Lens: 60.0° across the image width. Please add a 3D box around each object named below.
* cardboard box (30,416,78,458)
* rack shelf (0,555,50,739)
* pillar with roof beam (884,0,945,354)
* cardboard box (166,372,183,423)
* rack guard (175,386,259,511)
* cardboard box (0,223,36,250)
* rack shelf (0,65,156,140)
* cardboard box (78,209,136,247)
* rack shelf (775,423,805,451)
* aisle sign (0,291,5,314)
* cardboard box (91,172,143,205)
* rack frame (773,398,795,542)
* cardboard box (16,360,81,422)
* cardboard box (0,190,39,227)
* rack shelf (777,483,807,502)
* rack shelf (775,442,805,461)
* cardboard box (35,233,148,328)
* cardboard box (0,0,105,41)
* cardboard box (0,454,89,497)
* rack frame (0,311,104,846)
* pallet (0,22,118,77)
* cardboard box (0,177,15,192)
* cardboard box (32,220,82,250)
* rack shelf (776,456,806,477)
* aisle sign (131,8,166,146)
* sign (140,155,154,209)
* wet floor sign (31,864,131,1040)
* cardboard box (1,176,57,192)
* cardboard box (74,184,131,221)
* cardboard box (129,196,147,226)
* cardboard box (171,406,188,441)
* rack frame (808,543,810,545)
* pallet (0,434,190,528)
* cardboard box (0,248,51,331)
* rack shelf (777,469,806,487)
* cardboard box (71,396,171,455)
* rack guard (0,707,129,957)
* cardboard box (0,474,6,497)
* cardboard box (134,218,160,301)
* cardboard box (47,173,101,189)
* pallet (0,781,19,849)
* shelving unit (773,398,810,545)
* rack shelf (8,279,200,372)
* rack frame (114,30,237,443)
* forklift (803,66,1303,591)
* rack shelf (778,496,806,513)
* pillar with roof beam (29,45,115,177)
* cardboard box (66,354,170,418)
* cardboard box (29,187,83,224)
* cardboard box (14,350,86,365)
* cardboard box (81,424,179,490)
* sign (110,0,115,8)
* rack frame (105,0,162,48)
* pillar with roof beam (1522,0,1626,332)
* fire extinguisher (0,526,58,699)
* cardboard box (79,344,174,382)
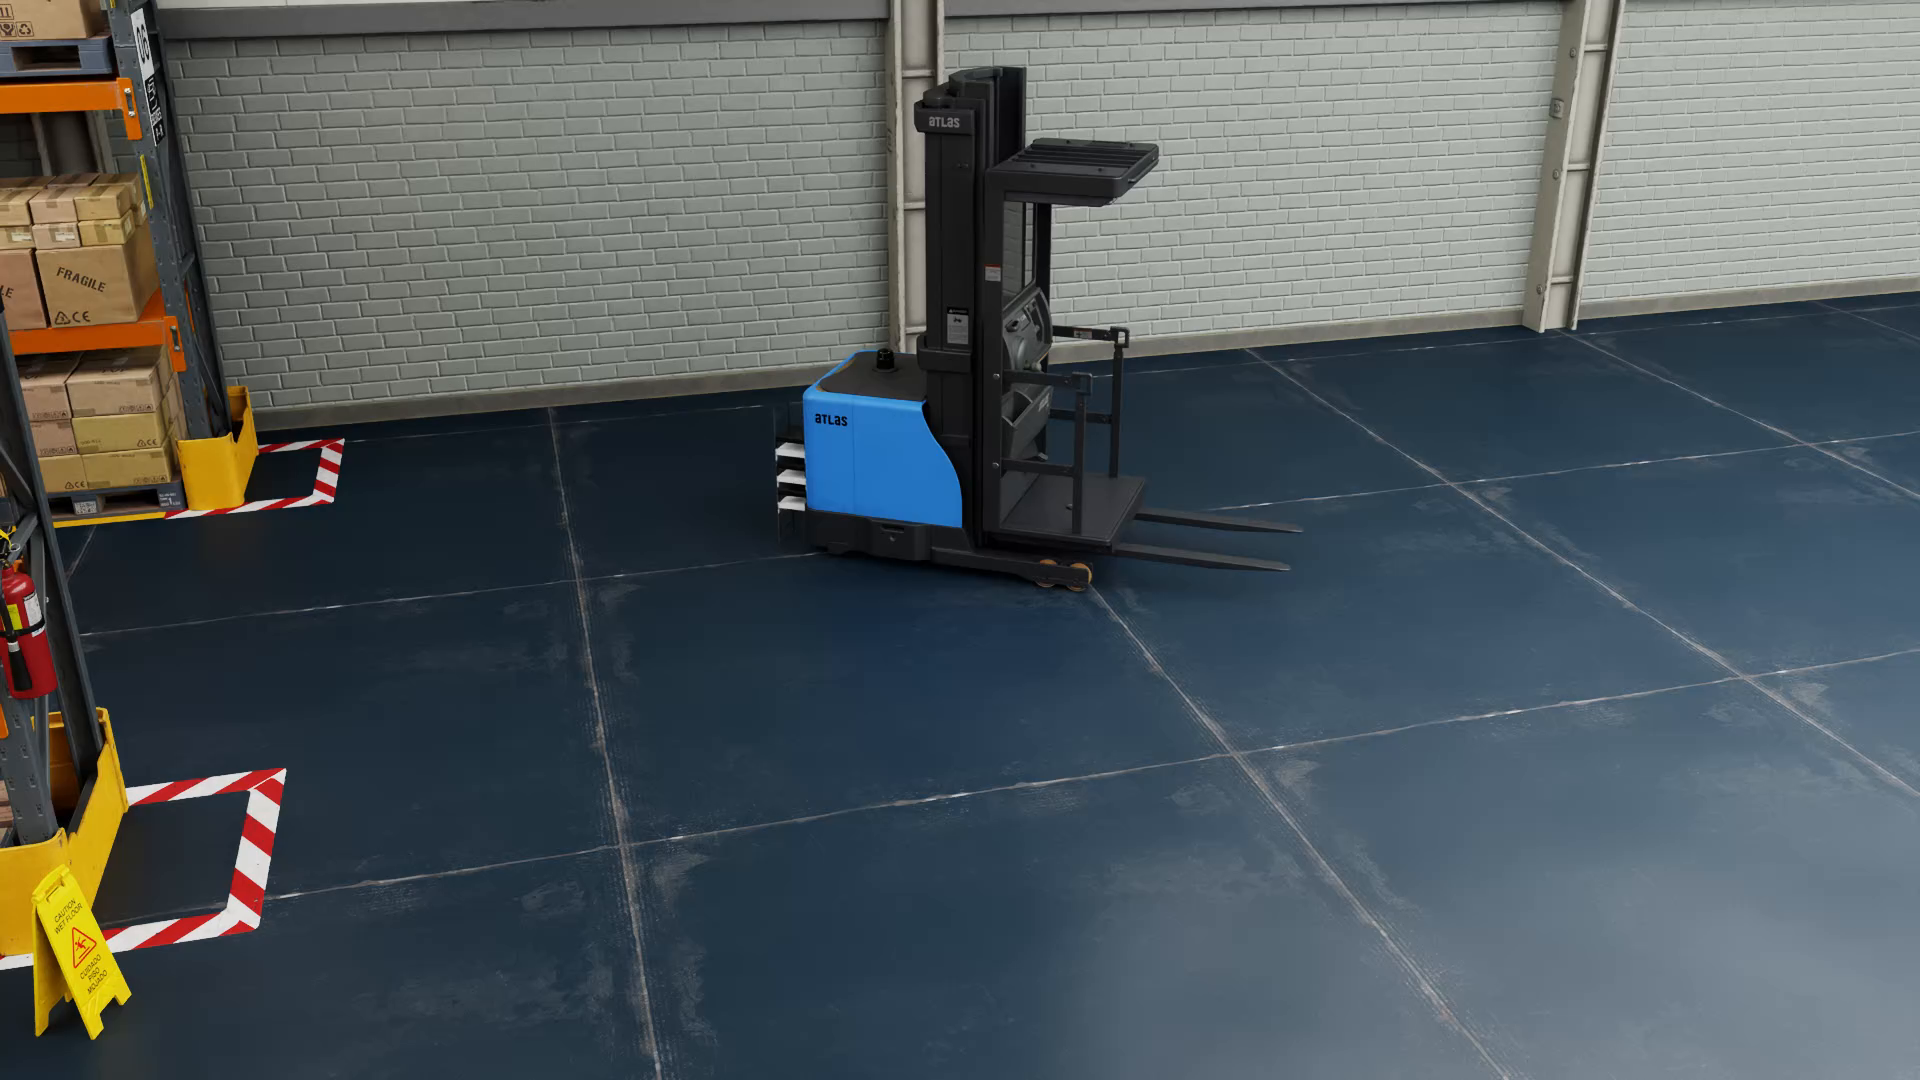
[{"bbox_3d":[-6.083,-0.743,10.998,0.500,0.250,0.500,-7,24,-15],"label":"cardboard box"},{"bbox_3d":[-5.794,0.624,6.404,4.000,0.370,1.077,-6,24,-14],"label":"rack shelf"},{"bbox_3d":[0.813,-3.833,8.271,0.400,9.000,9.100,-6,24,-14],"label":"pillar with roof beam"},{"bbox_3d":[-5.721,-0.991,11.577,0.500,0.250,0.500,-6,24,-13],"label":"cardboard box"},{"bbox_3d":[-5.190,-0.657,11.648,0.348,0.500,1.175,-6,24,-14],"label":"rack guard"},{"bbox_3d":[-5.975,-1.961,10.568,0.250,0.149,0.380,-6,24,-13],"label":"cardboard box"},{"bbox_3d":[-7.138,-2.638,10.203,4.000,0.370,1.077,-6,24,-14],"label":"rack shelf"},{"bbox_3d":[-5.471,-2.004,10.668,0.250,0.149,0.380,-6,24,-14],"label":"cardboard box"},{"bbox_3d":[-1.030,-0.653,10.531,0.200,0.077,0.258,7,24,16],"label":"rack shelf"},{"bbox_3d":[-3.892,-1.238,6.535,0.004,0.787,0.394,-6,24,-14],"label":"aisle sign"},{"bbox_3d":[-5.594,-2.330,11.049,0.250,0.149,0.380,-7,24,-15],"label":"cardboard box"},{"bbox_3d":[-1.126,-0.448,10.653,0.006,0.900,0.240,7,24,16],"label":"rack frame"},{"bbox_3d":[-6.062,-0.968,10.889,0.500,0.250,0.500,-6,24,-13],"label":"cardboard box"},{"bbox_3d":[-5.974,-2.090,10.490,0.250,0.149,0.380,-6,24,-13],"label":"cardboard box"},{"bbox_3d":[-1.030,-0.322,10.673,0.200,0.077,0.258,7,24,16],"label":"rack shelf"},{"bbox_3d":[-1.030,-0.571,10.567,0.200,0.077,0.258,7,24,16],"label":"rack shelf"},{"bbox_3d":[-5.616,-1.697,10.775,0.500,0.500,0.500,-7,24,-16],"label":"cardboard box"},{"bbox_3d":[-5.573,-3.327,10.110,0.500,0.500,0.500,-6,24,-13],"label":"cardboard box"},{"bbox_3d":[-6.061,-0.514,11.097,0.500,0.250,0.500,-6,24,-14],"label":"cardboard box"},{"bbox_3d":[-3.868,0.081,6.758,0.127,3.000,1.000,-6,24,-14],"label":"rack frame"},{"bbox_3d":[-5.900,-3.076,10.423,1.213,0.211,1.003,-6,24,-14],"label":"pallet"},{"bbox_3d":[-6.347,-2.260,10.887,0.250,0.149,0.380,-6,24,-14],"label":"cardboard box"},{"bbox_3d":[-5.709,-1.966,10.578,0.250,0.149,0.380,-6,24,-14],"label":"cardboard box"},{"bbox_3d":[-1.030,-0.488,10.602,0.200,0.077,0.258,7,24,16],"label":"rack shelf"},{"bbox_3d":[-5.070,-2.894,10.393,0.004,0.787,0.394,-6,24,-14],"label":"aisle sign"},{"bbox_3d":[-5.079,-2.237,10.391,0.005,0.325,0.100,-6,24,-14],"label":"sign"},{"bbox_3d":[-3.396,1.548,6.323,0.232,0.644,0.267,2,23,4],"label":"wet floor sign"},{"bbox_3d":[-6.105,-2.281,10.935,0.250,0.149,0.380,-6,24,-13],"label":"cardboard box"},{"bbox_3d":[-5.501,-2.166,10.668,0.250,0.149,0.380,-6,24,-14],"label":"cardboard box"},{"bbox_3d":[-5.609,-2.210,11.147,0.250,0.149,0.380,-7,24,-16],"label":"cardboard box"},{"bbox_3d":[-5.738,-0.755,11.660,0.500,0.250,0.500,-6,24,-14],"label":"cardboard box"},{"bbox_3d":[-0.933,-0.424,10.596,0.006,0.900,0.240,7,24,16],"label":"rack frame"},{"bbox_3d":[-5.938,-0.425,11.472,1.213,0.211,1.003,-6,24,-14],"label":"pallet"},{"bbox_3d":[-6.118,-1.646,10.654,0.500,0.500,0.500,-6,24,-13],"label":"cardboard box"},{"bbox_3d":[-1.030,-0.405,10.638,0.200,0.077,0.258,7,24,16],"label":"rack shelf"},{"bbox_3d":[-5.597,-0.792,11.113,0.500,0.250,0.500,-7,24,-15],"label":"cardboard box"},{"bbox_3d":[-3.941,1.237,7.232,0.348,0.500,1.175,-6,24,-14],"label":"rack guard"},{"bbox_3d":[-6.545,-0.464,10.981,0.500,0.250,0.500,-6,24,-14],"label":"cardboard box"},{"bbox_3d":[-5.765,-1.902,11.252,0.500,0.500,0.500,-6,24,-13],"label":"cardboard box"},{"bbox_3d":[-5.867,-2.325,11.038,0.250,0.149,0.380,-5,24,-13],"label":"cardboard box"},{"bbox_3d":[-4.733,1.443,7.119,1.213,0.211,1.003,-6,24,-14],"label":"pallet"},{"bbox_3d":[-1.030,-0.436,10.624,0.210,0.900,0.258,7,24,16],"label":"shelving unit"},{"bbox_3d":[-7.138,-1.260,10.795,4.000,0.370,1.077,-6,24,-14],"label":"rack shelf"},{"bbox_3d":[-5.213,-1.804,11.149,0.127,3.000,1.000,-6,24,-14],"label":"rack frame"},{"bbox_3d":[0.596,-1.272,9.997,3.031,2.935,1.130,7,24,16],"label":"forklift"},{"bbox_3d":[-1.030,-0.240,10.708,0.200,0.077,0.258,7,24,16],"label":"rack shelf"},{"bbox_3d":[-4.964,-3.194,6.782,0.400,9.000,9.100,-6,24,-14],"label":"pillar with roof beam"},{"bbox_3d":[-5.572,-1.025,11.021,0.500,0.250,0.500,-5,24,-13],"label":"cardboard box"},{"bbox_3d":[-5.730,-2.128,10.579,0.250,0.149,0.380,-6,24,-14],"label":"cardboard box"},{"bbox_3d":[-6.207,-1.158,11.332,0.500,0.250,0.500,-6,24,-14],"label":"cardboard box"},{"bbox_3d":[-5.580,-0.563,11.212,0.500,0.250,0.500,-6,24,-14],"label":"cardboard box"},{"bbox_3d":[-5.079,-3.345,9.915,0.005,0.325,0.100,-6,24,-14],"label":"sign"},{"bbox_3d":[-5.213,-4.560,9.966,0.127,3.000,1.000,-6,24,-14],"label":"rack frame"},{"bbox_3d":[6.590,-4.472,9.761,0.400,9.000,9.100,-6,24,-14],"label":"pillar with roof beam"},{"bbox_3d":[-3.634,0.279,6.394,0.183,0.674,0.296,-6,24,-14],"label":"fire extinguisher"},{"bbox_3d":[-5.727,-1.213,11.460,0.500,0.250,0.500,-7,24,-15],"label":"cardboard box"}]
